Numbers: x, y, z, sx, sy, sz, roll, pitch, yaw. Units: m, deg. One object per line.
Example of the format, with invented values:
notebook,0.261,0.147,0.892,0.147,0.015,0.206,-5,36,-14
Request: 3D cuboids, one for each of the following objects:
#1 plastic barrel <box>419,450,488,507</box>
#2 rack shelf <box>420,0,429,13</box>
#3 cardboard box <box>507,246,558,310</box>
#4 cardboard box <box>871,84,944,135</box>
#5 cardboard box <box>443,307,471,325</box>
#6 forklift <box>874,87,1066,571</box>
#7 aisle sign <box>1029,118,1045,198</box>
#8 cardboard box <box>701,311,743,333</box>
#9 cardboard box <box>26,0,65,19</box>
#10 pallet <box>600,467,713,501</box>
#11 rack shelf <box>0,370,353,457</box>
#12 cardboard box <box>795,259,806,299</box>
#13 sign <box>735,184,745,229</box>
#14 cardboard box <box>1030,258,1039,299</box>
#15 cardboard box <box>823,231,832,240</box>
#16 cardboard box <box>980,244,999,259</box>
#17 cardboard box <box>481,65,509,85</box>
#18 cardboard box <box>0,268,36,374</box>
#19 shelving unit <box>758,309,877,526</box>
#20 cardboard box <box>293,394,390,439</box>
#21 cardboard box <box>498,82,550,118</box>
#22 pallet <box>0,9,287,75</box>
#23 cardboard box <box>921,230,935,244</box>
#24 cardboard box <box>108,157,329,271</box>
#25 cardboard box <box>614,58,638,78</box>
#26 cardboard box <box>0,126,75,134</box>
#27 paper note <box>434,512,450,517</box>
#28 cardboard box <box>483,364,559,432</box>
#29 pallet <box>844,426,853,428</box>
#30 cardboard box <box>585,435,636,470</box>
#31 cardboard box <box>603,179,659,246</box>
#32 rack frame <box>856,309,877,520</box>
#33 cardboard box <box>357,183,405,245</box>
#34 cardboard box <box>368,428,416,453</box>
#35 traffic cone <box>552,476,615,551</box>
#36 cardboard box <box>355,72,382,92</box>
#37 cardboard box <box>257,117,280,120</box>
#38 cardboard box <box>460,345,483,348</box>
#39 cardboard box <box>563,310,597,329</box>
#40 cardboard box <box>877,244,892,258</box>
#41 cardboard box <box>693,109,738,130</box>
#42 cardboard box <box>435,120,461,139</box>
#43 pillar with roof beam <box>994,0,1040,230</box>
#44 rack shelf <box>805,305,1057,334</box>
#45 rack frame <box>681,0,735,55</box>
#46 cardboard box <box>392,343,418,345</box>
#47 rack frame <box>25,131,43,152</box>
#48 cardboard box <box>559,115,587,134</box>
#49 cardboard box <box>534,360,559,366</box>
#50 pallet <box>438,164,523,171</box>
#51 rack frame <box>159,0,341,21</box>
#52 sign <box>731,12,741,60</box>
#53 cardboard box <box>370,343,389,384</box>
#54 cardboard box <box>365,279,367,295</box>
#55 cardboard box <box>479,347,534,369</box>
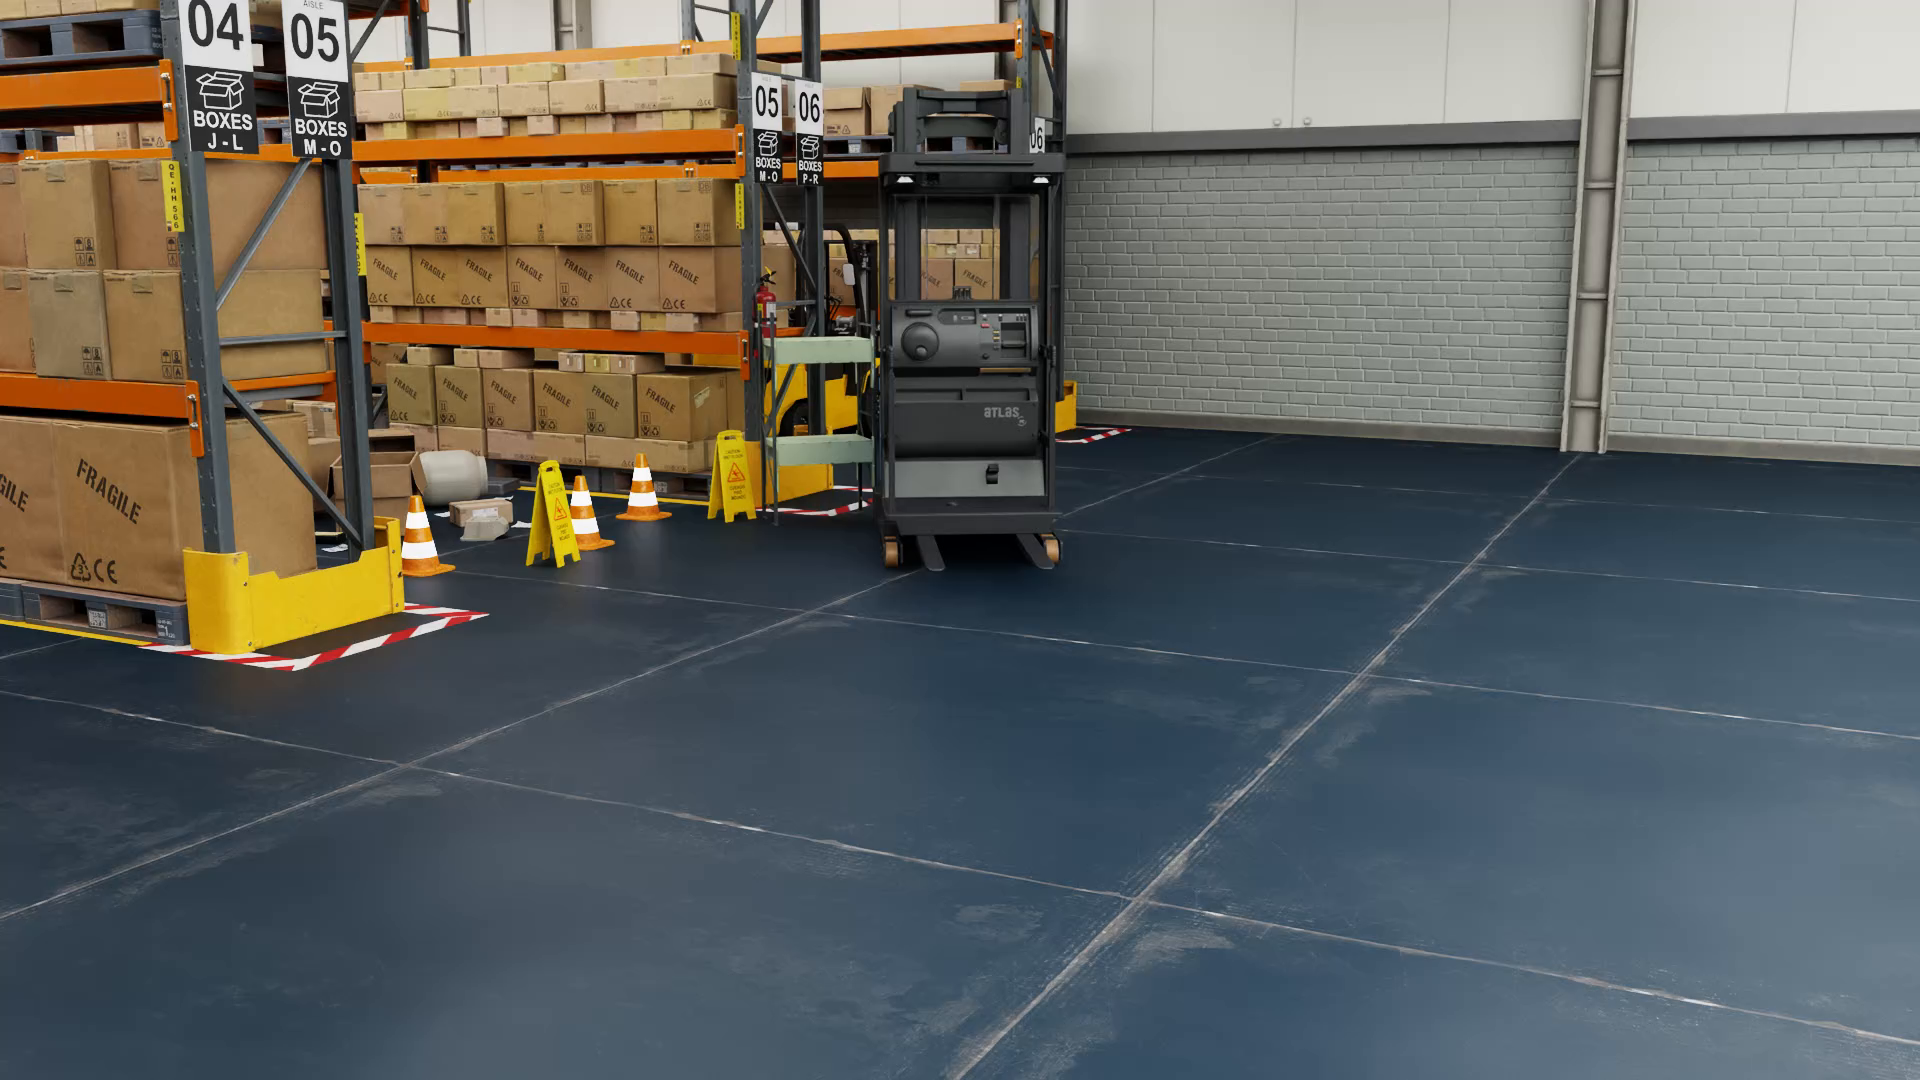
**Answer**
plastic barrel,-3.878,-0.471,12.642,0.512,0.421,0.421,-4,11,-23
rack shelf,-3.149,-4.571,13.250,4.000,0.370,1.077,5,11,26
cardboard box,-3.305,-2.135,13.487,0.500,0.500,0.500,5,11,26
cardboard box,-0.542,-4.484,17.421,0.500,0.500,0.700,5,11,26
cardboard box,-4.095,-1.880,13.902,0.250,0.149,0.380,5,12,28
forklift,0.050,-1.332,10.359,1.130,2.935,3.031,-1,10,-5
aisle sign,0.766,-3.838,16.712,0.004,0.787,0.394,5,11,26
cardboard box,-1.786,-1.689,12.846,0.250,0.149,0.380,5,12,28
cardboard box,-4.360,-2.639,8.213,0.250,0.149,0.380,5,11,27
pallet,-2.137,-0.521,13.516,1.213,0.211,1.003,5,11,26
rack shelf,-5.249,-0.822,9.372,4.000,0.370,1.077,5,11,26
cardboard box,-1.538,-2.820,18.108,0.500,0.500,0.500,5,11,25
sign,-1.619,-2.456,12.237,0.005,0.325,0.100,5,11,26
cardboard box,0.516,-2.743,17.683,0.500,0.500,0.500,5,12,28
cardboard box,-1.405,-3.279,17.988,0.250,0.149,0.380,5,11,26
cardboard box,0.402,-2.961,17.068,0.250,0.149,0.380,5,11,27
cardboard box,-3.613,-3.707,13.331,0.250,0.149,0.380,5,11,25
cardboard box,-4.758,-1.219,9.120,0.550,0.550,0.875,5,11,26
shelving unit,-1.023,-0.894,11.958,0.755,1.500,0.431,-4,11,-20
cardboard box,-5.414,-1.087,15.014,0.625,0.372,0.950,5,11,27
cardboard box,-3.306,-3.483,13.214,0.500,0.250,0.500,5,11,26
pallet,-4.125,-2.508,8.492,1.213,0.211,1.003,5,11,26
cardboard box,-0.249,-3.182,17.452,0.250,0.149,0.380,5,11,26
cardboard box,-3.771,-1.659,8.523,0.550,0.550,0.875,5,11,26
cardboard box,-2.446,-3.614,12.817,0.250,0.149,0.380,5,11,26
cardboard box,-8.935,-4.187,16.050,0.637,0.503,0.797,4,11,22
paper note,-3.780,-0.198,12.272,0.148,0.019,0.142,-10,14,-43
cardboard box,-3.584,-1.184,13.786,0.500,0.500,0.500,6,12,29
pallet,-0.957,-1.388,18.308,1.213,0.211,1.003,5,11,26
cardboard box,-2.661,-0.734,13.404,0.500,0.250,0.500,5,11,26
cardboard box,-2.361,-2.551,12.982,0.500,0.500,0.700,5,11,26
rack frame,-0.679,-0.916,12.082,0.023,1.500,0.400,-4,11,-20
cardboard box,-4.644,-2.751,14.083,0.500,0.500,0.700,5,11,25
cardboard box,-4.584,-0.602,13.146,0.500,0.500,0.500,-4,11,-23
traffic cone,-2.498,-0.193,10.996,0.334,0.463,0.336,5,11,26
cardboard box,-4.805,-3.800,13.850,0.250,0.149,0.380,5,11,25
cardboard box,-5.982,-3.805,14.651,0.500,0.250,0.500,5,11,27
cardboard box,-5.784,-2.228,20.605,0.625,0.625,0.875,5,12,28
cardboard box,-2.964,-1.779,13.341,0.250,0.149,0.380,5,11,25
cardboard box,-0.759,-3.059,17.605,0.250,0.149,0.380,5,11,26
cardboard box,-1.799,-3.153,12.513,0.250,0.149,0.380,5,11,26
cardboard box,-4.084,-3.364,13.676,0.250,0.149,0.380,5,12,28
pillar with roof beam,-1.293,-5.074,13.996,0.400,9.000,9.100,5,11,26
rack shelf,-0.956,-2.414,18.166,4.000,0.370,1.077,5,11,26
rack frame,-2.750,-5.878,18.438,0.127,3.000,1.000,5,11,26
cardboard box,-6.892,-2.535,20.833,0.250,0.149,0.380,4,11,23
rack frame,-8.530,-2.448,16.332,0.127,3.000,1.000,5,11,26
cardboard box,-2.935,-3.259,13.095,0.250,0.149,0.380,5,11,24
cardboard box,-3.379,-1.272,14.270,0.500,0.500,0.500,6,12,29
pallet,-5.689,-4.585,20.247,1.003,0.211,1.213,6,12,28
rack frame,-3.455,-3.971,7.903,0.127,3.000,1.000,5,11,26
sign,-1.619,-3.642,12.022,0.005,0.325,0.100,5,11,26
cardboard box,-7.256,-2.258,21.121,0.500,0.500,0.500,5,11,25
cardboard box,-5.299,-2.310,15.095,0.250,0.149,0.380,5,11,27
cardboard box,-3.743,-1.504,13.734,0.250,0.149,0.380,6,12,29
